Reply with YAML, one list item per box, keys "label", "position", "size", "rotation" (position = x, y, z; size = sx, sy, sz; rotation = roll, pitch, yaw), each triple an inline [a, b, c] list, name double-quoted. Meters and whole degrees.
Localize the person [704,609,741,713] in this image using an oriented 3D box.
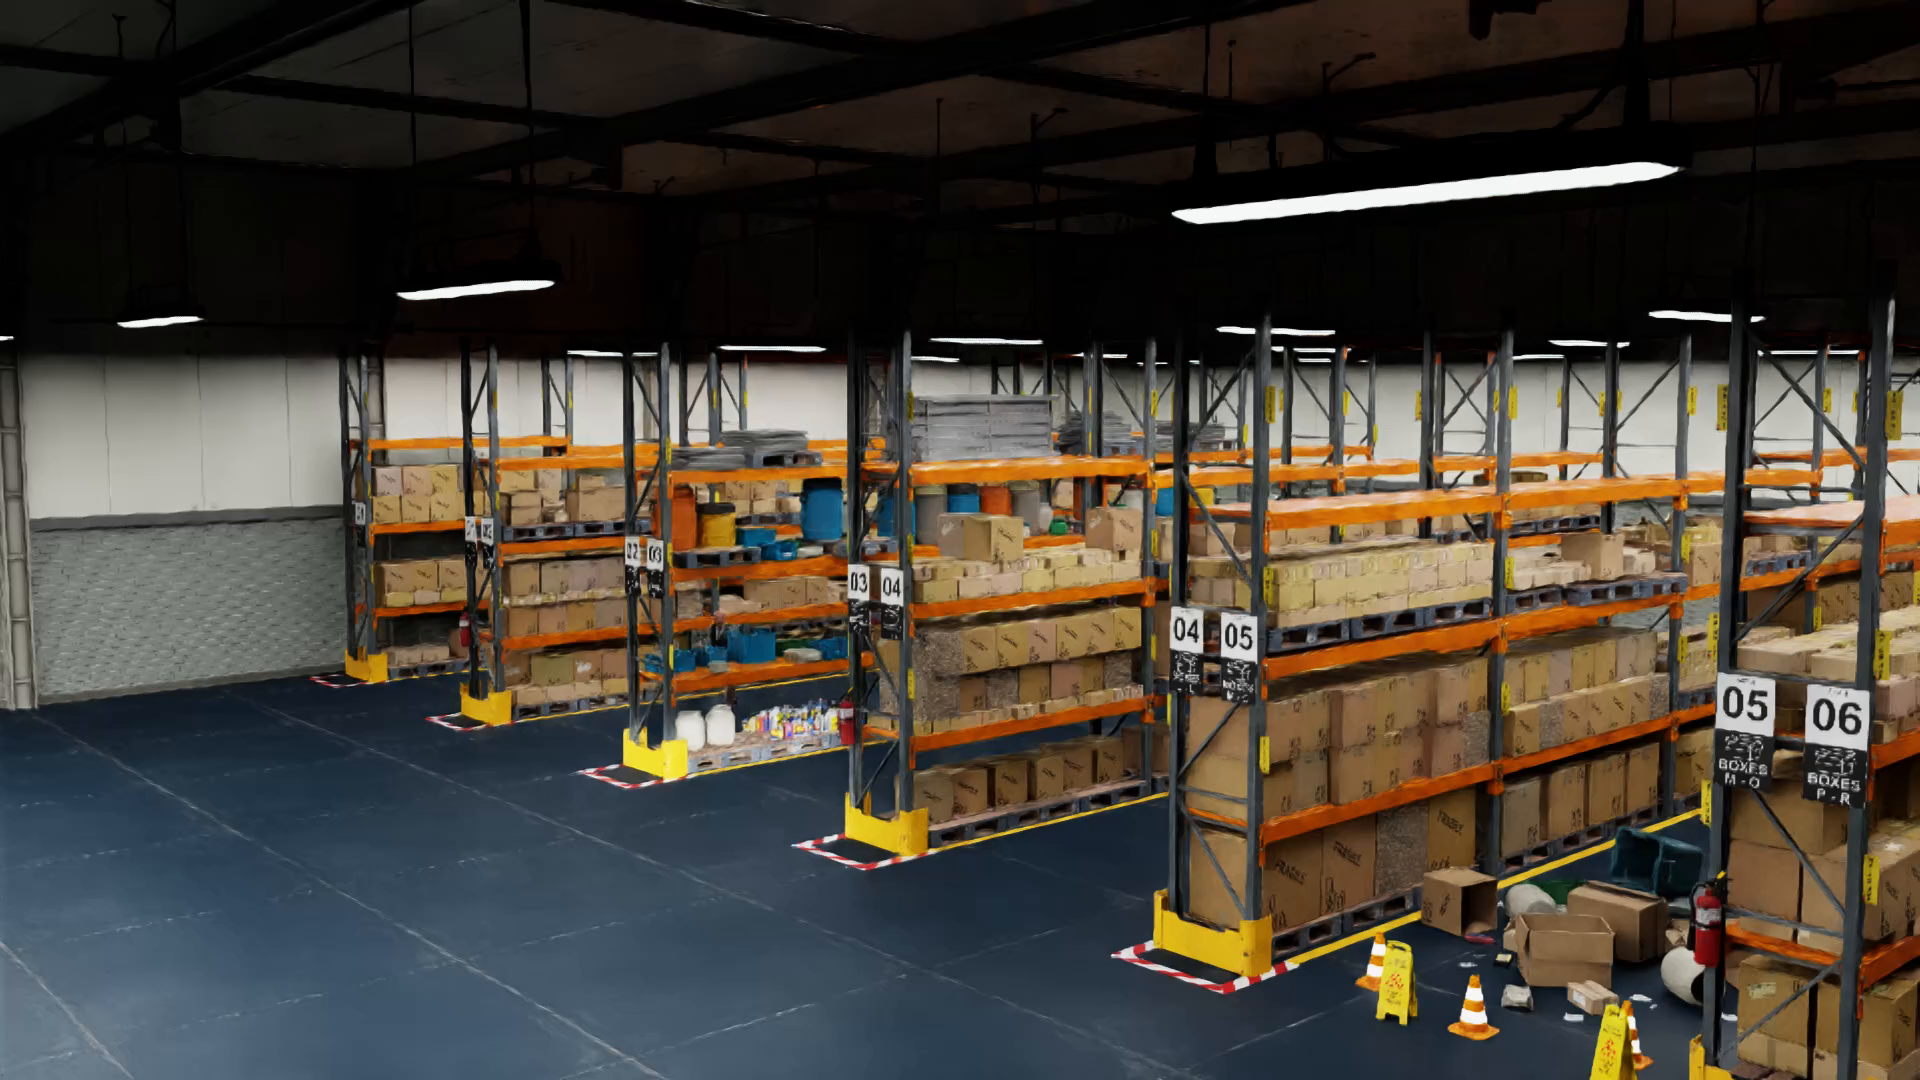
- label: "person"
  position: [-3.767, 1.930, 26.859]
  size: [0.682, 1.658, 0.844]
  rotation: [3, 6, 31]
